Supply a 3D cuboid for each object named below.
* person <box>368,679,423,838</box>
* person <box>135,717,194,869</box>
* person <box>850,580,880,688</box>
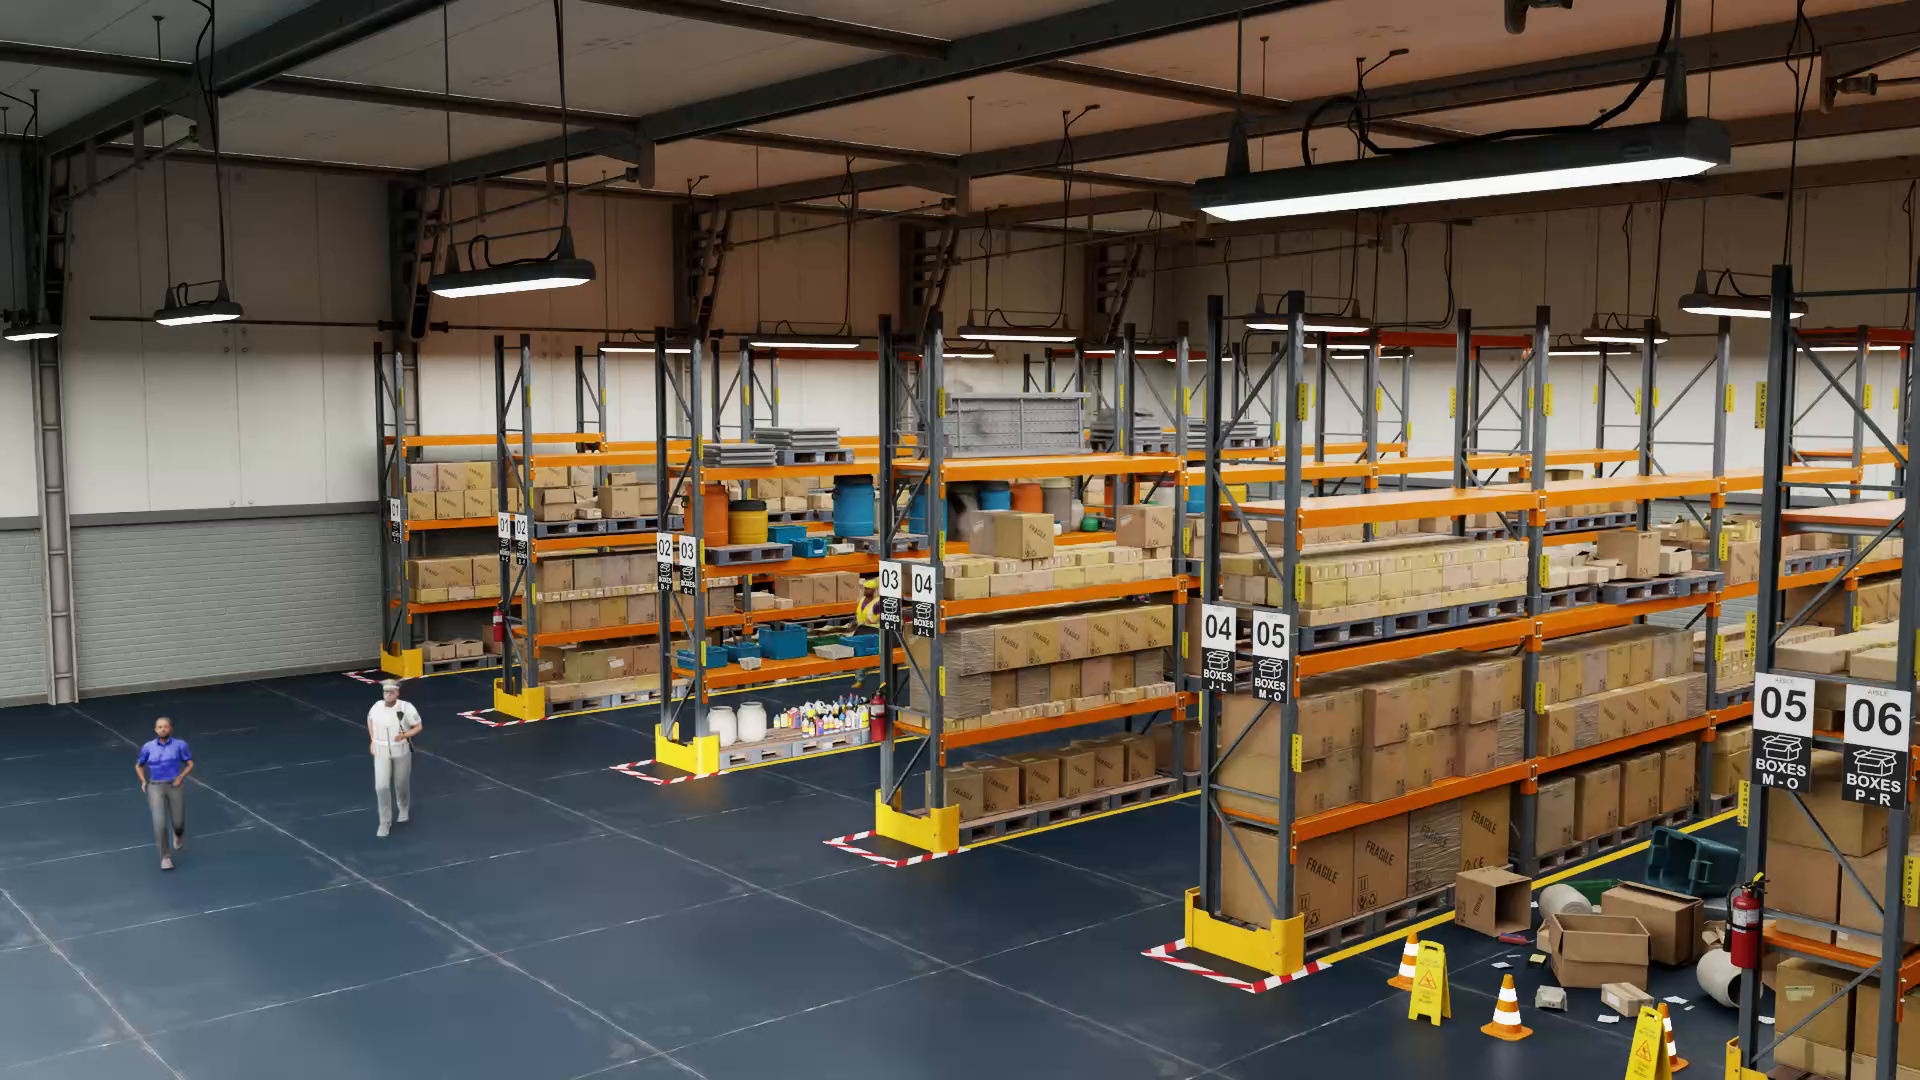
[{"bbox_3d":[-6.617,2.521,19.474,0.645,1.842,0.807,-1,5,-12],"label":"person"},{"bbox_3d":[-8.638,2.719,18.069,0.579,1.607,0.658,-2,6,-23],"label":"person"},{"bbox_3d":[-1.499,1.538,27.141,0.714,1.758,0.780,4,7,39],"label":"person"}]
